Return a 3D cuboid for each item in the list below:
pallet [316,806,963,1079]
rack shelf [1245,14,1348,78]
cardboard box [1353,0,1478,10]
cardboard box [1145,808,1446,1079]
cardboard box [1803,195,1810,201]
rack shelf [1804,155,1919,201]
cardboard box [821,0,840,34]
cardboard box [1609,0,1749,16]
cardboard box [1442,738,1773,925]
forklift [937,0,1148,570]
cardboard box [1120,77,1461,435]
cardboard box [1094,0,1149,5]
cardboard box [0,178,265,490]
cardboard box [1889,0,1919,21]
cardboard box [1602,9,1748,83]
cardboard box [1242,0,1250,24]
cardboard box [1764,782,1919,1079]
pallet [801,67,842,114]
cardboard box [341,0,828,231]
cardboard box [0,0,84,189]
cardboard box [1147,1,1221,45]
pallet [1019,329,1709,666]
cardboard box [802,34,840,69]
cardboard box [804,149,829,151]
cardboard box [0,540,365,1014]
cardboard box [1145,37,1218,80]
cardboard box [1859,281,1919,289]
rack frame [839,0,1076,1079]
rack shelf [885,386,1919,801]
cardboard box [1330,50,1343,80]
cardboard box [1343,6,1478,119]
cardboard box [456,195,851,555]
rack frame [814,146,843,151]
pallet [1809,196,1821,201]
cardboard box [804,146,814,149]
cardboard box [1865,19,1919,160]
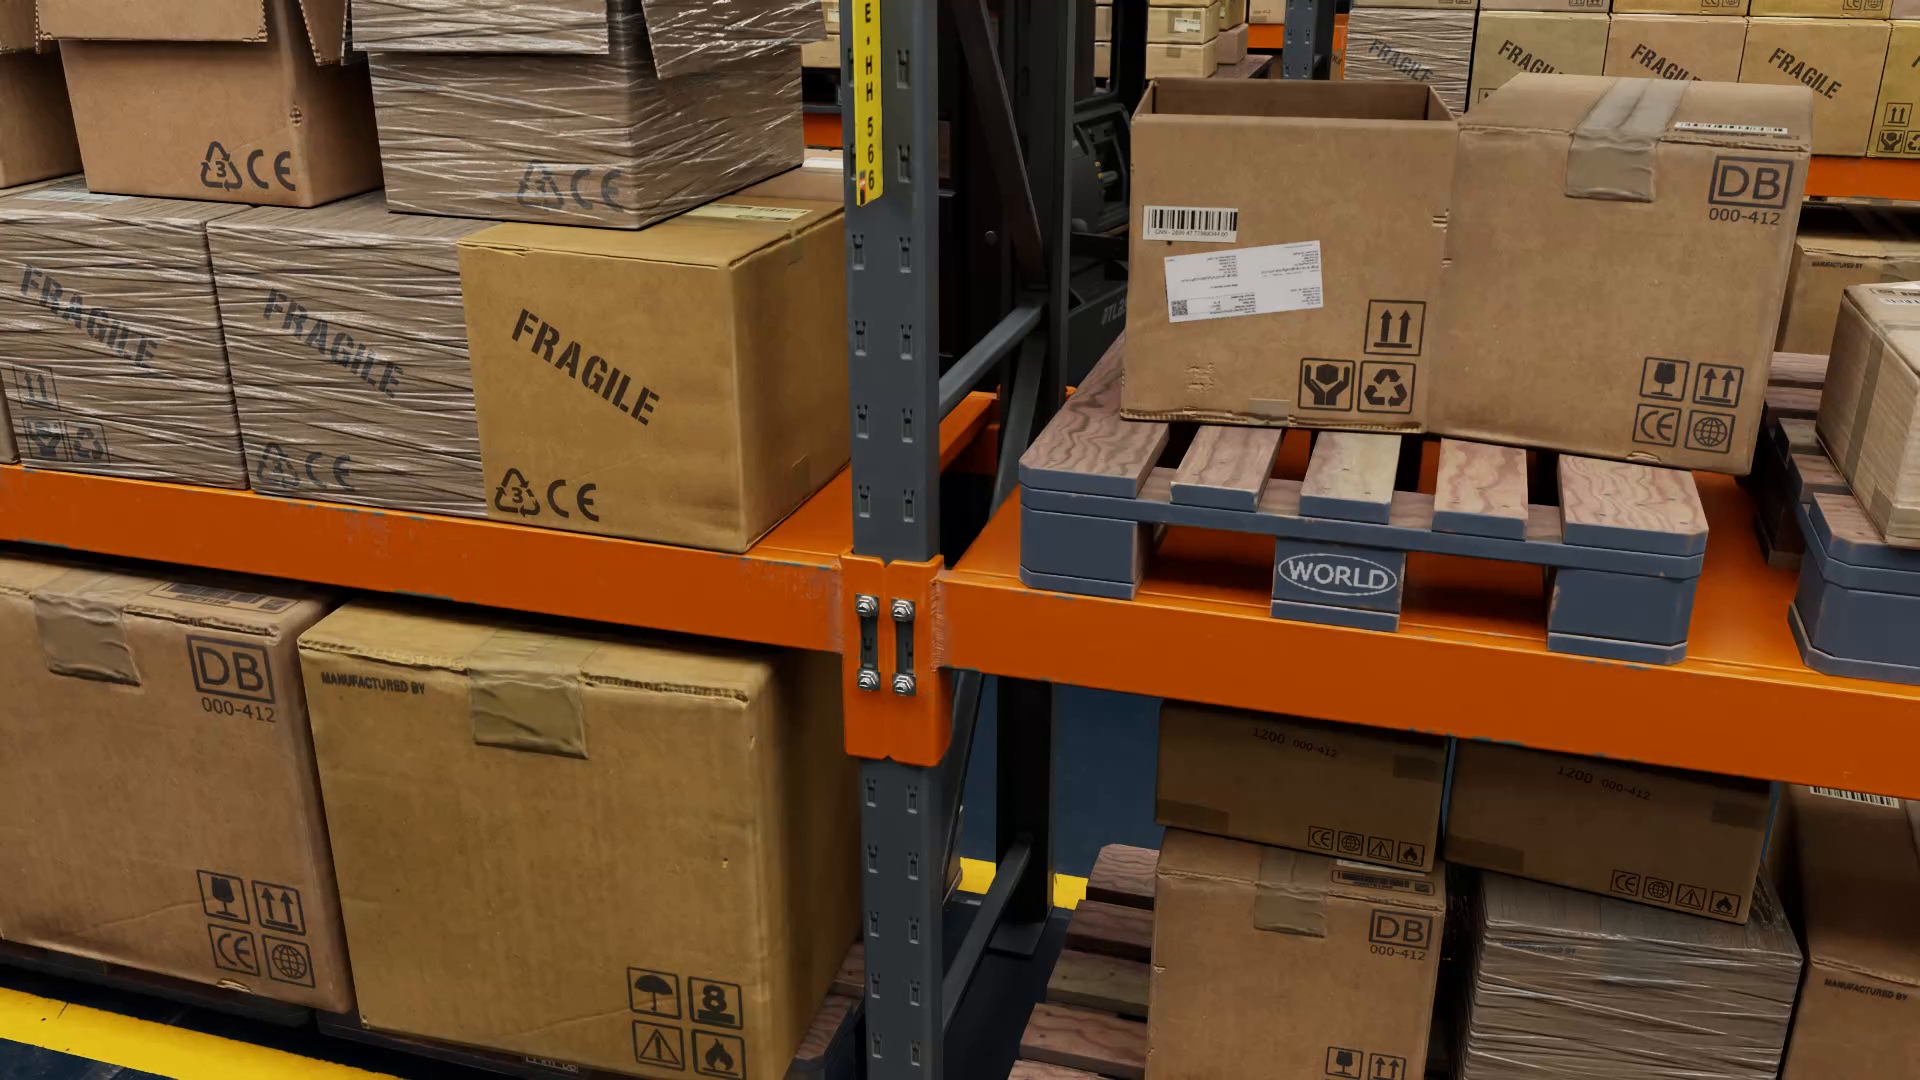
[{"bbox_3d":[-0.707,0.863,3.887,1.213,0.211,1.003,7,23,16],"label":"pallet"},{"bbox_3d":[0.974,-3.800,12.529,4.000,0.370,1.077,7,23,16],"label":"rack shelf"},{"bbox_3d":[1.983,-2.560,7.109,0.500,0.500,0.700,6,23,15],"label":"cardboard box"},{"bbox_3d":[0.673,0.706,3.310,0.500,0.500,0.700,5,23,13],"label":"cardboard box"},{"bbox_3d":[5.526,-2.588,11.535,0.625,0.372,0.950,8,24,19],"label":"cardboard box"},{"bbox_3d":[3.470,-1.552,7.049,4.000,0.370,1.077,7,23,16],"label":"rack shelf"},{"bbox_3d":[-0.532,-2.377,7.498,0.250,0.149,0.380,6,23,14],"label":"cardboard box"},{"bbox_3d":[2.959,-2.450,6.840,0.500,0.500,0.700,6,23,15],"label":"cardboard box"},{"bbox_3d":[1.187,0.410,3.044,0.500,0.250,0.500,9,24,21],"label":"cardboard box"},{"bbox_3d":[0.561,-1.215,5.370,3.031,2.935,1.130,12,25,27],"label":"forklift"},{"bbox_3d":[0.555,-0.509,2.873,0.500,0.500,0.500,4,23,9],"label":"cardboard box"},{"bbox_3d":[0.714,-2.373,7.096,0.250,0.149,0.380,6,23,15],"label":"cardboard box"},{"bbox_3d":[-1.492,-0.436,3.248,0.500,0.500,0.500,6,23,14],"label":"cardboard box"},{"bbox_3d":[3.931,-2.338,6.567,0.500,0.500,0.700,7,23,16],"label":"cardboard box"},{"bbox_3d":[2.878,-1.893,6.800,0.500,0.500,0.500,7,23,15],"label":"cardboard box"},{"bbox_3d":[1.836,-3.856,11.914,0.500,0.250,0.500,7,23,16],"label":"cardboard box"},{"bbox_3d":[1.753,0.822,3.028,0.500,0.500,0.700,9,24,20],"label":"cardboard box"},{"bbox_3d":[-0.351,-2.217,7.976,1.213,0.211,1.003,7,23,16],"label":"pallet"},{"bbox_3d":[-0.669,-0.909,3.081,0.637,0.503,0.797,7,23,17],"label":"cardboard box"},{"bbox_3d":[-1.936,-1.053,3.431,0.637,0.503,0.797,7,23,17],"label":"cardboard box"},{"bbox_3d":[0.951,-2.208,7.087,0.250,0.149,0.380,7,23,17],"label":"cardboard box"},{"bbox_3d":[0.739,-0.185,3.021,1.003,0.211,1.213,7,23,16],"label":"pallet"},{"bbox_3d":[-0.538,-2.240,7.557,0.250,0.149,0.380,5,23,13],"label":"cardboard box"},{"bbox_3d":[-1.000,-1.876,8.644,0.500,0.250,0.500,8,24,18],"label":"cardboard box"},{"bbox_3d":[-1.480,0.292,3.852,0.875,0.875,1.225,7,23,16],"label":"cardboard box"},{"bbox_3d":[0.951,-2.069,7.139,0.250,0.149,0.380,7,23,16],"label":"cardboard box"},{"bbox_3d":[1.701,-0.360,2.820,0.258,0.266,0.396,6,23,14],"label":"cardboard box"},{"bbox_3d":[0.026,-0.313,3.080,0.127,3.000,1.000,7,23,16],"label":"rack frame"},{"bbox_3d":[1.941,0.239,2.682,4.000,0.370,1.077,7,23,16],"label":"rack shelf"},{"bbox_3d":[3.852,-4.723,16.573,0.500,0.500,0.500,7,23,17],"label":"cardboard box"},{"bbox_3d":[1.907,-2.003,7.069,0.500,0.500,0.500,7,23,16],"label":"cardboard box"},{"bbox_3d":[-0.518,-0.323,2.974,0.500,0.500,0.500,7,23,17],"label":"cardboard box"},{"bbox_3d":[-0.941,-4.352,12.927,0.127,3.000,1.000,7,23,16],"label":"rack frame"},{"bbox_3d":[5.972,-2.270,11.525,1.213,0.211,1.003,7,23,16],"label":"pallet"},{"bbox_3d":[-1.511,-3.469,13.597,0.875,0.438,0.875,6,23,15],"label":"cardboard box"},{"bbox_3d":[3.841,-1.783,6.531,0.500,0.500,0.500,7,23,16],"label":"cardboard box"}]
